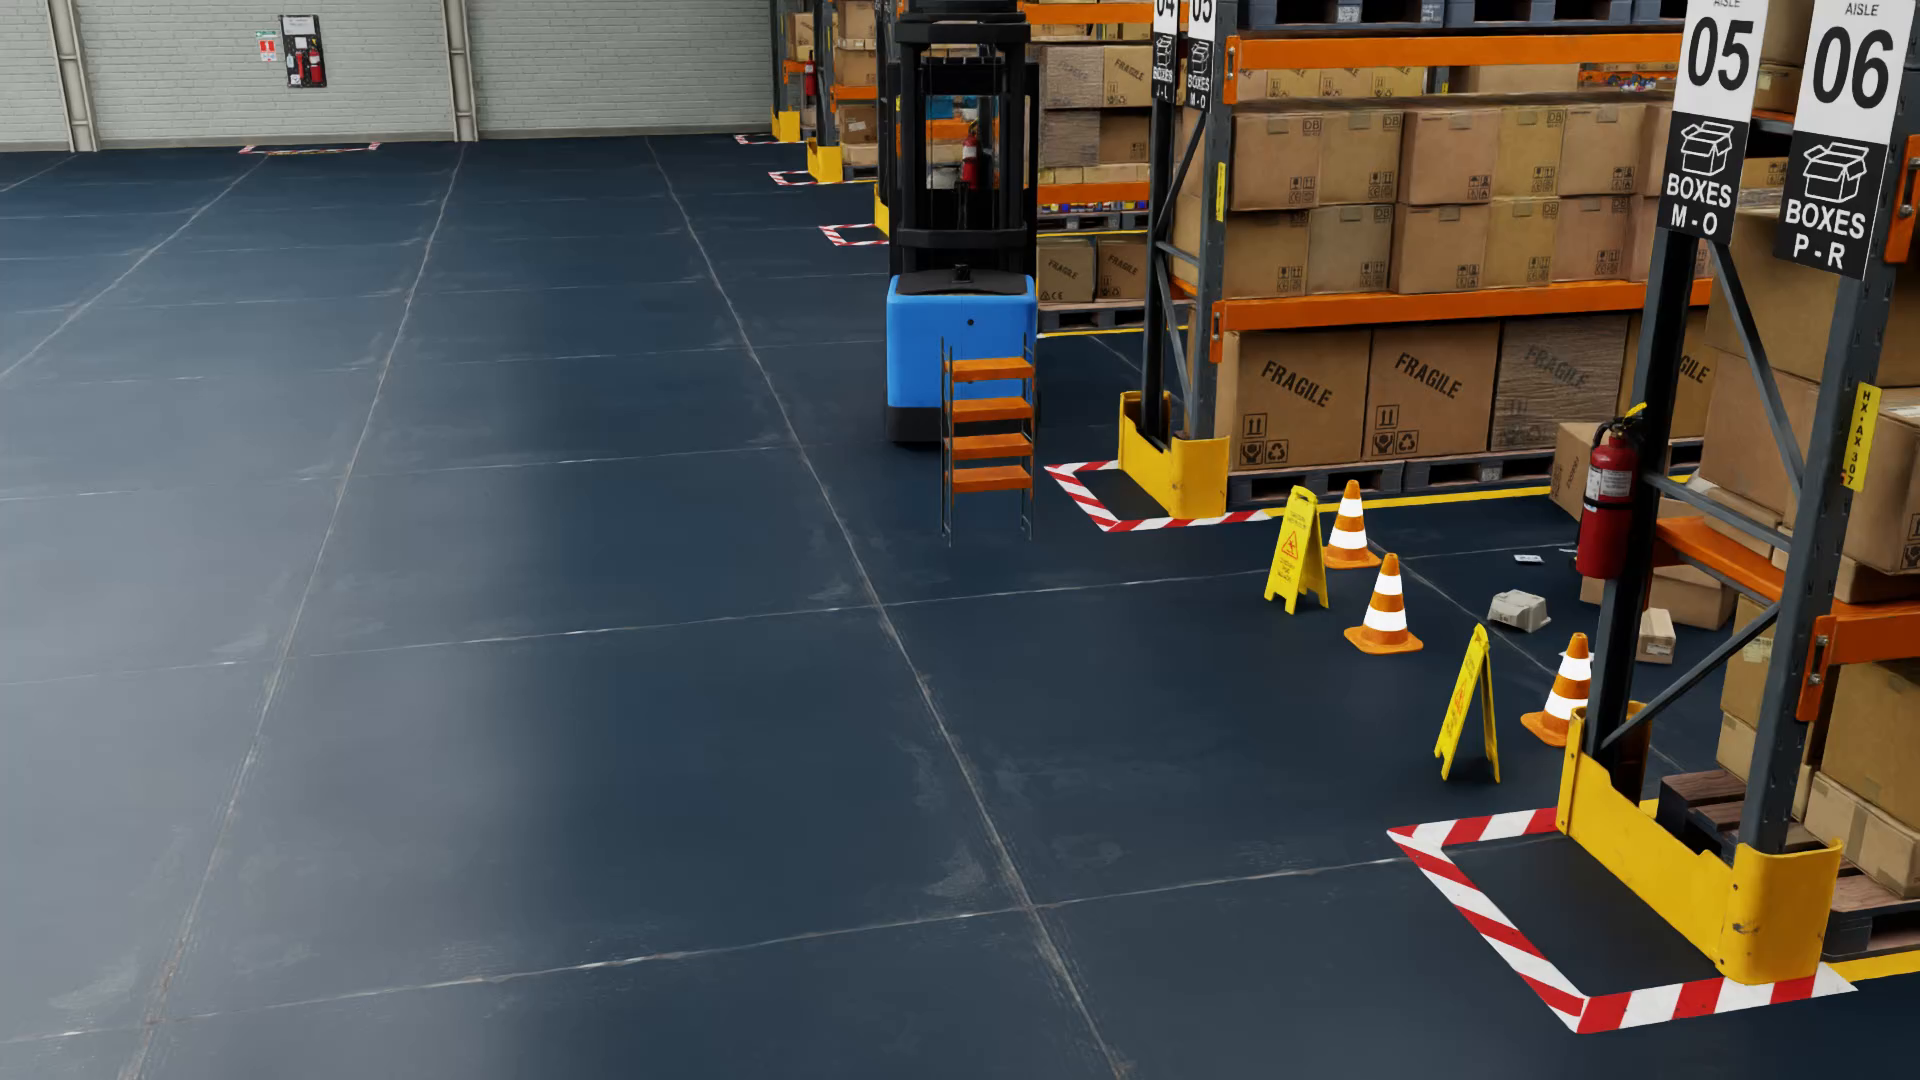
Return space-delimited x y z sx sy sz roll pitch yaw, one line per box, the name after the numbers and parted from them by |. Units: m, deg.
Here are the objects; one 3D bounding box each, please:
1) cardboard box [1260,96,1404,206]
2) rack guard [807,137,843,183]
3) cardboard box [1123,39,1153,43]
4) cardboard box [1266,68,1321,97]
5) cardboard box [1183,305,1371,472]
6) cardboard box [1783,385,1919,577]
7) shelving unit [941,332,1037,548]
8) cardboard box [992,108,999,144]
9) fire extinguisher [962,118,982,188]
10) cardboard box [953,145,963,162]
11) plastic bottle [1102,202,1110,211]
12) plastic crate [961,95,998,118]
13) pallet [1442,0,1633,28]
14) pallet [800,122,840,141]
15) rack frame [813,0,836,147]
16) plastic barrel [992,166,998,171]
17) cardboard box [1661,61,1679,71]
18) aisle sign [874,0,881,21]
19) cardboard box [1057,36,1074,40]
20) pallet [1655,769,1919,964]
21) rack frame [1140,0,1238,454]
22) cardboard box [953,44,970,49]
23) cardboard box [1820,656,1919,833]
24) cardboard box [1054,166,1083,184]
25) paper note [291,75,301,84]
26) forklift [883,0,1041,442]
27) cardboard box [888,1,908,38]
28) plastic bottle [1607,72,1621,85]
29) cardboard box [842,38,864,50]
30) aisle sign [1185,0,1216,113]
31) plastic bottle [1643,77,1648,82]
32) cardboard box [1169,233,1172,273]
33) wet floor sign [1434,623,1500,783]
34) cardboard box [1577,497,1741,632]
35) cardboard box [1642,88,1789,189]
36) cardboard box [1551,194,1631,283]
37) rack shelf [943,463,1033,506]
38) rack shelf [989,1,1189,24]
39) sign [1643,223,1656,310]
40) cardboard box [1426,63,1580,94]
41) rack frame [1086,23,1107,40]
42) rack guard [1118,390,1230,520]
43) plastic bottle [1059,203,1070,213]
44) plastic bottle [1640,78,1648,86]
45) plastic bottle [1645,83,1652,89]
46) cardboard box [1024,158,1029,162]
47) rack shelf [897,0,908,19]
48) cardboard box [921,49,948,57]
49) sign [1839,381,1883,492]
2.255 -2.406 10.233 0.550 0.550 0.875 -5 21 -12 | cardboard box
-1.971 -5.546 24.229 0.348 0.500 1.175 -5 21 -12 | rack guard
1.779 -4.268 15.074 0.500 0.500 0.500 -5 21 -12 | cardboard box
2.873 -4.171 14.810 0.500 0.500 0.500 -5 21 -12 | cardboard box
2.016 -1.013 10.697 0.875 0.875 0.875 -5 21 -12 | cardboard box
3.133 -0.220 5.476 0.500 0.500 0.500 -5 21 -13 | cardboard box
0.161 -0.576 9.644 0.503 1.200 0.258 -5 21 -12 | shelving unit
0.569 -6.110 24.431 0.500 0.500 0.500 -5 21 -12 | cardboard box
0.111 -3.515 15.161 0.183 0.674 0.296 -5 21 -12 | fire extinguisher
0.085 -5.714 24.440 0.500 0.250 0.500 -5 21 -12 | cardboard box
1.752 -4.055 19.951 0.097 0.201 0.097 0 20 0 | plastic bottle
0.240 -5.183 19.819 0.408 0.251 0.499 -5 21 -12 | plastic crate
3.280 -3.264 10.133 1.213 0.211 1.003 -5 21 -12 | pallet
-2.219 -7.129 28.969 1.213 0.211 1.003 -5 21 -12 | pallet
-1.948 -6.722 23.804 0.127 3.000 1.000 -5 21 -12 | rack frame
0.299 -4.210 19.953 0.421 0.512 0.421 0 20 0 | plastic barrel
11.274 -7.748 26.460 0.500 0.500 0.500 -5 21 -13 | cardboard box
-0.950 -6.378 19.086 0.004 0.787 0.394 -5 21 -12 | aisle sign
1.488 -7.278 24.233 0.250 0.149 0.380 -5 21 -14 | cardboard box
3.481 1.162 6.335 1.213 0.211 1.003 -5 21 -12 | pallet
1.371 -1.737 10.197 0.127 3.000 1.000 -5 21 -12 | rack frame
-0.020 -7.154 23.895 0.250 0.149 0.380 -4 21 -12 | cardboard box
3.480 0.680 5.894 0.500 0.500 0.500 -5 21 -14 | cardboard box
0.908 -3.244 14.674 0.250 0.149 0.380 -5 21 -12 | cardboard box
-11.050 -7.663 27.652 0.142 0.148 0.016 -5 21 -12 | paper note
0.022 -2.507 12.398 1.130 2.935 3.031 0 20 0 | forklift
-0.929 -7.458 23.783 0.500 0.500 0.700 -5 21 -14 | cardboard box
8.546 -5.938 21.735 0.185 0.351 0.144 -5 21 -12 | plastic bottle
-1.517 -7.033 23.563 0.250 0.149 0.380 -5 21 -13 | cardboard box
1.371 -2.852 9.460 0.004 0.787 0.394 -5 21 -12 | aisle sign
8.987 -5.945 21.869 0.097 0.271 0.097 0 20 0 | plastic bottle
2.127 -2.575 15.507 0.500 0.500 0.500 -3 20 -7 | cardboard box
2.177 0.674 7.037 0.232 0.644 0.267 2 20 6 | wet floor sign
3.735 0.097 8.818 0.797 0.503 0.637 14 25 34 | cardboard box
4.897 -2.614 10.801 0.550 0.550 0.875 -5 21 -12 | cardboard box
3.825 -2.037 10.796 0.550 0.550 0.875 -5 21 -12 | cardboard box
0.161 -0.327 9.735 0.480 0.148 0.258 -5 21 -12 | rack shelf
2.274 -4.635 14.791 4.000 0.370 1.077 -5 21 -12 | rack shelf
2.500 -0.968 5.953 0.005 0.325 0.100 -5 21 -12 | sign
5.026 -4.217 15.484 1.000 1.000 1.000 -5 21 -12 | cardboard box
1.945 -7.039 24.668 0.127 3.000 1.000 -5 21 -12 | rack frame
1.348 -0.562 10.622 0.348 0.500 1.175 -5 21 -12 | rack guard
1.249 -4.046 19.808 0.133 0.283 0.061 -4 21 -12 | plastic bottle
8.926 -5.889 21.716 0.097 0.271 0.097 0 20 0 | plastic bottle
8.712 -5.654 21.075 0.097 0.271 0.097 0 20 0 | plastic bottle
0.558 -3.379 15.044 0.250 0.149 0.380 -5 21 -12 | cardboard box
1.135 -6.293 19.317 4.000 0.370 1.077 -5 21 -12 | rack shelf
-0.496 -6.882 24.096 0.500 0.500 0.700 -5 21 -12 | cardboard box
2.733 -0.313 5.051 0.005 0.325 0.100 -5 21 -12 | sign
